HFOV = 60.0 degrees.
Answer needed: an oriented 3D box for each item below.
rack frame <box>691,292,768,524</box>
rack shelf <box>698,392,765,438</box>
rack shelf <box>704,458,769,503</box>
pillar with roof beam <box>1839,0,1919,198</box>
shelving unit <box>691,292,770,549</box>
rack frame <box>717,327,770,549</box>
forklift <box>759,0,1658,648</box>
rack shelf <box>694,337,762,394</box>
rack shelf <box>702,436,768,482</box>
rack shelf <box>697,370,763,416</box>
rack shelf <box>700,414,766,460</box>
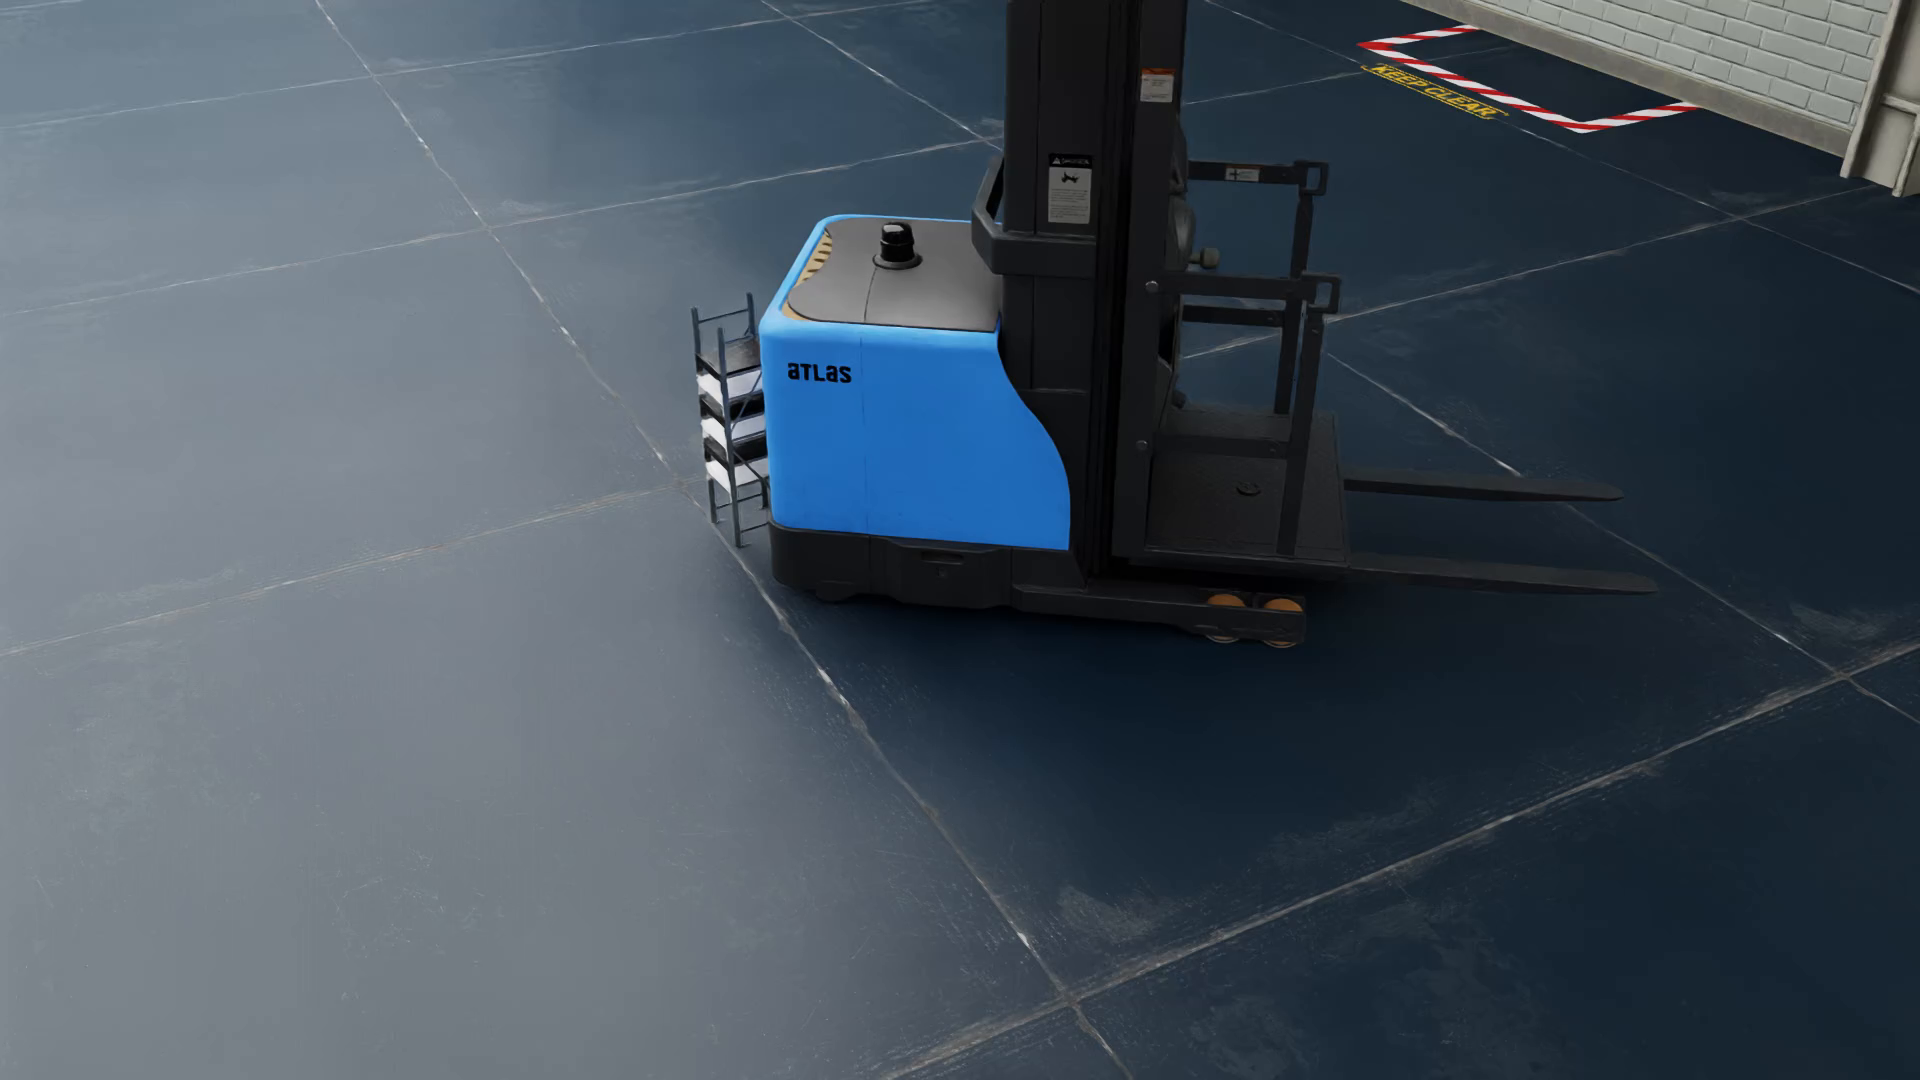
[{"bbox_3d":[-0.846,-0.475,6.157,0.240,0.900,0.006,-19,37,-27],"label":"rack frame"},{"bbox_3d":[-0.791,-0.477,6.055,0.258,0.077,0.200,-19,37,-27],"label":"rack shelf"},{"bbox_3d":[-0.791,-0.250,6.201,0.258,0.077,0.200,-19,37,-27],"label":"rack shelf"},{"bbox_3d":[1.441,-4.734,5.298,9.100,9.000,0.400,-16,36,-23],"label":"pillar with roof beam"},{"bbox_3d":[-0.791,-0.429,6.086,0.258,0.900,0.210,-19,37,-27],"label":"shelving unit"},{"bbox_3d":[-0.735,-0.383,6.014,0.240,0.900,0.006,-19,37,-27],"label":"rack frame"},{"bbox_3d":[0.890,-1.173,5.365,3.031,2.935,1.130,5,33,7],"label":"forklift"},{"bbox_3d":[-0.791,-0.628,5.958,0.258,0.077,0.200,-19,37,-27],"label":"rack shelf"},{"bbox_3d":[-0.791,-0.325,6.152,0.258,0.077,0.200,-19,37,-27],"label":"rack shelf"},{"bbox_3d":[-0.791,-0.553,6.007,0.258,0.077,0.200,-19,37,-27],"label":"rack shelf"},{"bbox_3d":[-0.791,-0.401,6.104,0.258,0.077,0.200,-19,37,-27],"label":"rack shelf"}]
